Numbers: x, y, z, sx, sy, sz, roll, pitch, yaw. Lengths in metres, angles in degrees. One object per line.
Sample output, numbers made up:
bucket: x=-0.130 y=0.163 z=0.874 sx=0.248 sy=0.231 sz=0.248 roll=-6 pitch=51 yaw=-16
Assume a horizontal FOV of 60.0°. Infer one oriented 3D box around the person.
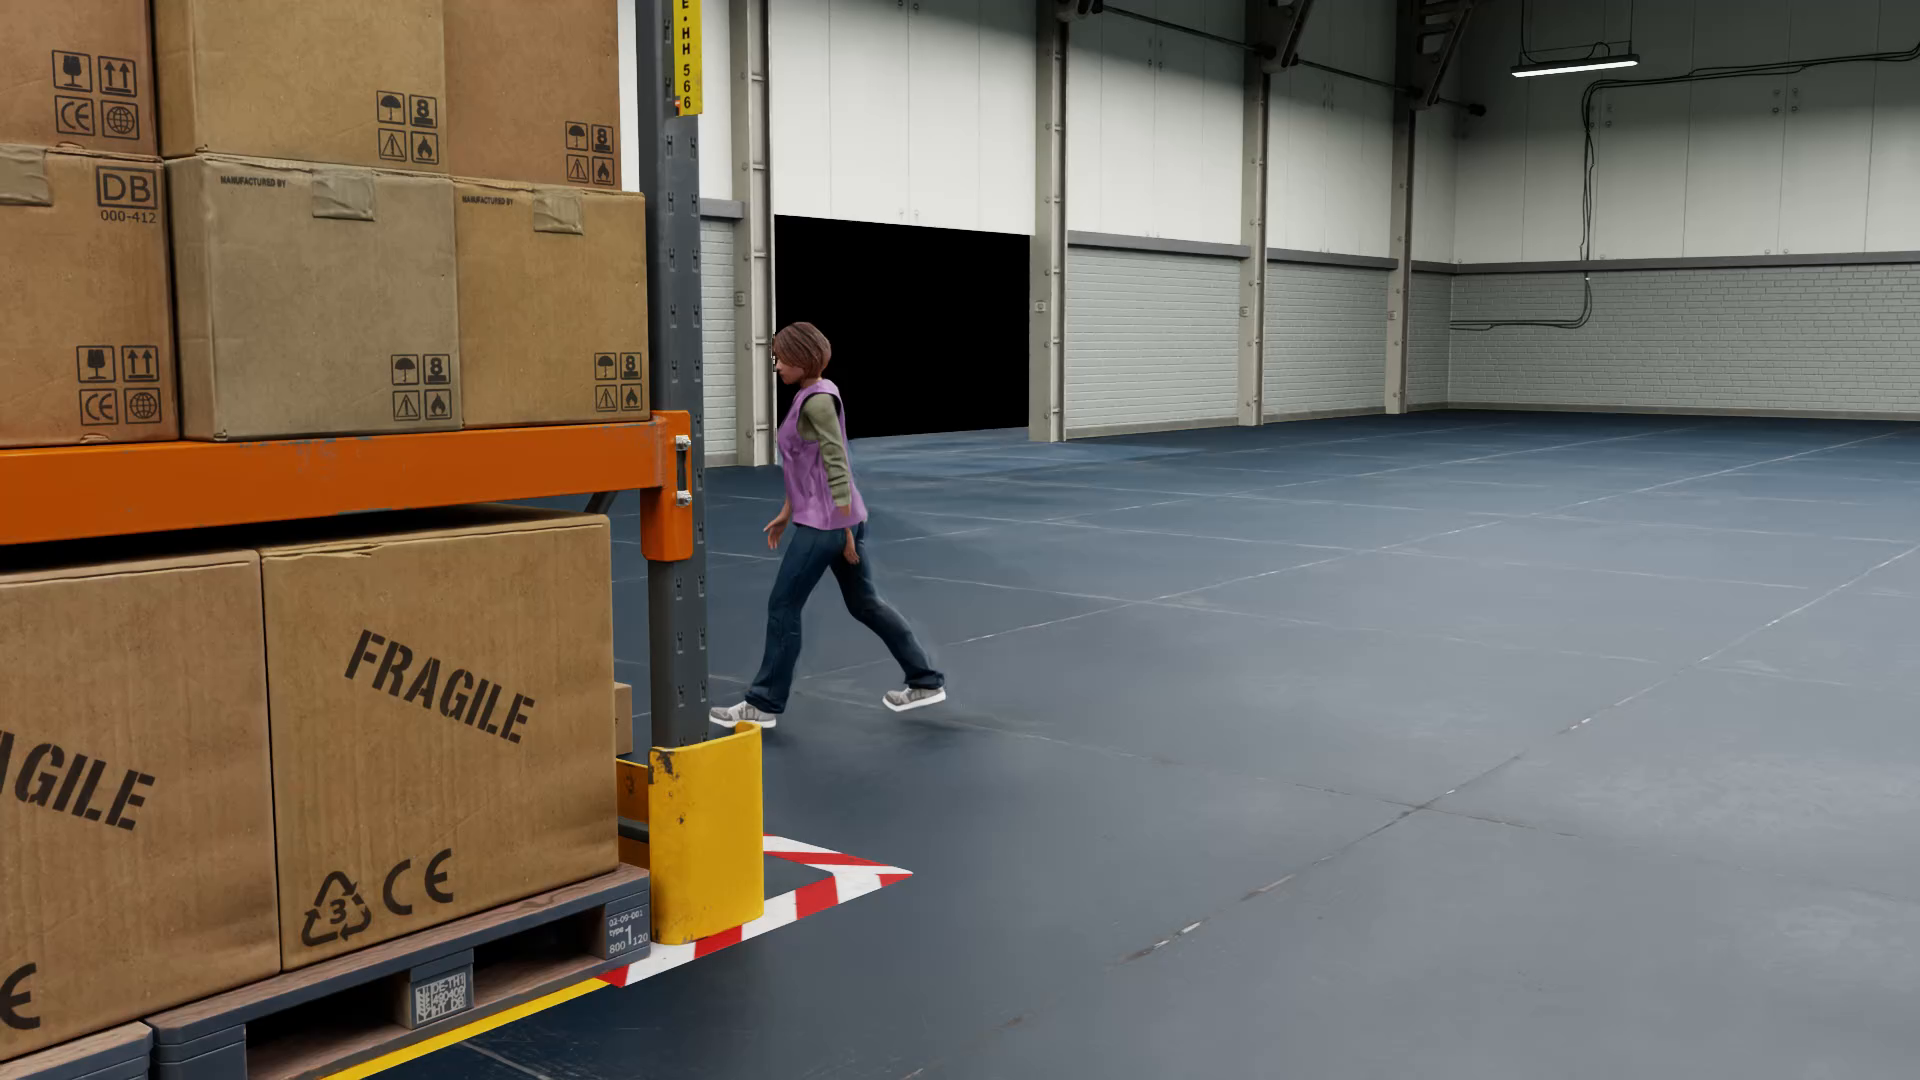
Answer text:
person: x=-0.515 y=-0.055 z=6.396 sx=0.916 sy=1.529 sz=0.396 roll=0 pitch=7 yaw=2
